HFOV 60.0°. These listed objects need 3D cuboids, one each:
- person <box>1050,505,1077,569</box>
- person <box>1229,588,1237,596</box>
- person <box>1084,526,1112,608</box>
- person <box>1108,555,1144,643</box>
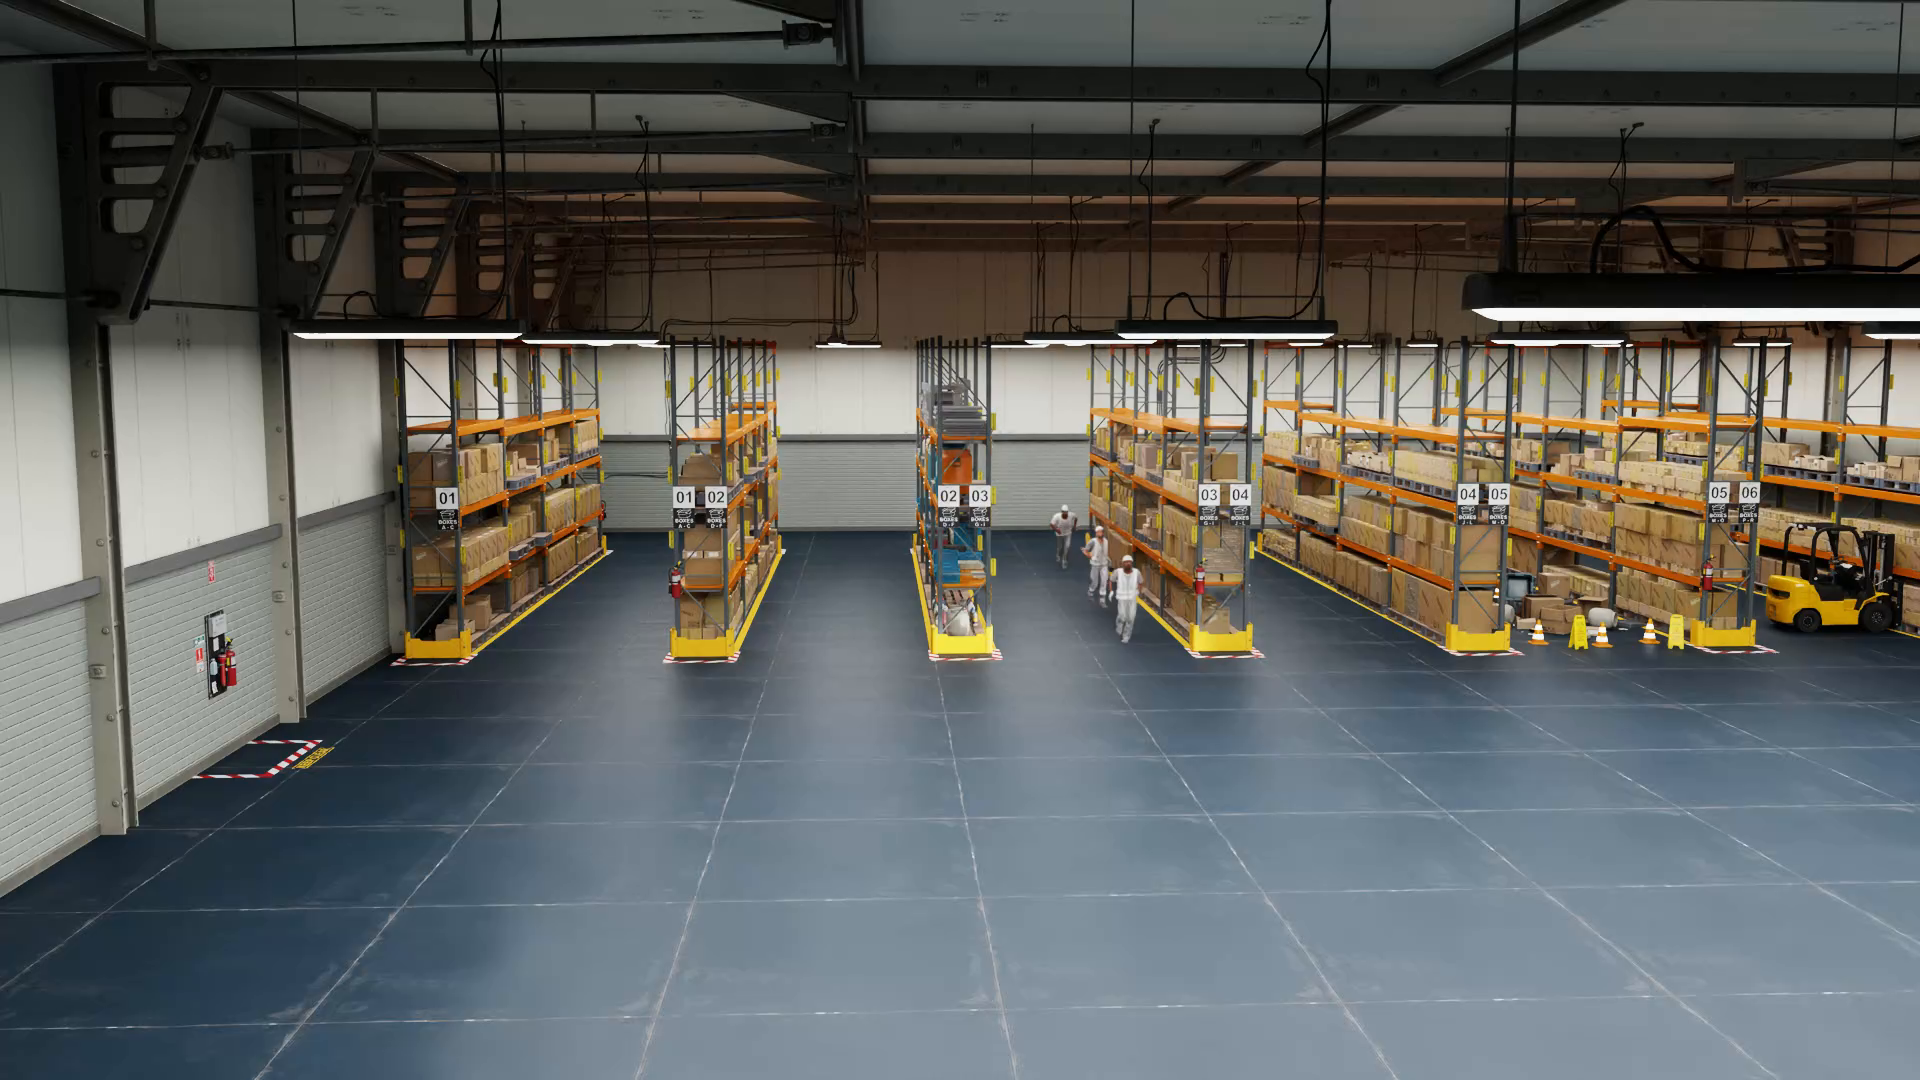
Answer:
[{"bbox_3d":[2.737,-0.108,44.180,0.743,1.714,1.057,-1,7,-10],"label":"person"},{"bbox_3d":[6.338,0.407,39.205,0.688,1.746,0.904,-1,7,-8],"label":"person"},{"bbox_3d":[3.047,0.572,36.644,0.657,1.779,0.899,-2,7,-16],"label":"person"},{"bbox_3d":[3.280,1.159,32.729,0.693,1.736,0.621,0,6,-3],"label":"person"}]
